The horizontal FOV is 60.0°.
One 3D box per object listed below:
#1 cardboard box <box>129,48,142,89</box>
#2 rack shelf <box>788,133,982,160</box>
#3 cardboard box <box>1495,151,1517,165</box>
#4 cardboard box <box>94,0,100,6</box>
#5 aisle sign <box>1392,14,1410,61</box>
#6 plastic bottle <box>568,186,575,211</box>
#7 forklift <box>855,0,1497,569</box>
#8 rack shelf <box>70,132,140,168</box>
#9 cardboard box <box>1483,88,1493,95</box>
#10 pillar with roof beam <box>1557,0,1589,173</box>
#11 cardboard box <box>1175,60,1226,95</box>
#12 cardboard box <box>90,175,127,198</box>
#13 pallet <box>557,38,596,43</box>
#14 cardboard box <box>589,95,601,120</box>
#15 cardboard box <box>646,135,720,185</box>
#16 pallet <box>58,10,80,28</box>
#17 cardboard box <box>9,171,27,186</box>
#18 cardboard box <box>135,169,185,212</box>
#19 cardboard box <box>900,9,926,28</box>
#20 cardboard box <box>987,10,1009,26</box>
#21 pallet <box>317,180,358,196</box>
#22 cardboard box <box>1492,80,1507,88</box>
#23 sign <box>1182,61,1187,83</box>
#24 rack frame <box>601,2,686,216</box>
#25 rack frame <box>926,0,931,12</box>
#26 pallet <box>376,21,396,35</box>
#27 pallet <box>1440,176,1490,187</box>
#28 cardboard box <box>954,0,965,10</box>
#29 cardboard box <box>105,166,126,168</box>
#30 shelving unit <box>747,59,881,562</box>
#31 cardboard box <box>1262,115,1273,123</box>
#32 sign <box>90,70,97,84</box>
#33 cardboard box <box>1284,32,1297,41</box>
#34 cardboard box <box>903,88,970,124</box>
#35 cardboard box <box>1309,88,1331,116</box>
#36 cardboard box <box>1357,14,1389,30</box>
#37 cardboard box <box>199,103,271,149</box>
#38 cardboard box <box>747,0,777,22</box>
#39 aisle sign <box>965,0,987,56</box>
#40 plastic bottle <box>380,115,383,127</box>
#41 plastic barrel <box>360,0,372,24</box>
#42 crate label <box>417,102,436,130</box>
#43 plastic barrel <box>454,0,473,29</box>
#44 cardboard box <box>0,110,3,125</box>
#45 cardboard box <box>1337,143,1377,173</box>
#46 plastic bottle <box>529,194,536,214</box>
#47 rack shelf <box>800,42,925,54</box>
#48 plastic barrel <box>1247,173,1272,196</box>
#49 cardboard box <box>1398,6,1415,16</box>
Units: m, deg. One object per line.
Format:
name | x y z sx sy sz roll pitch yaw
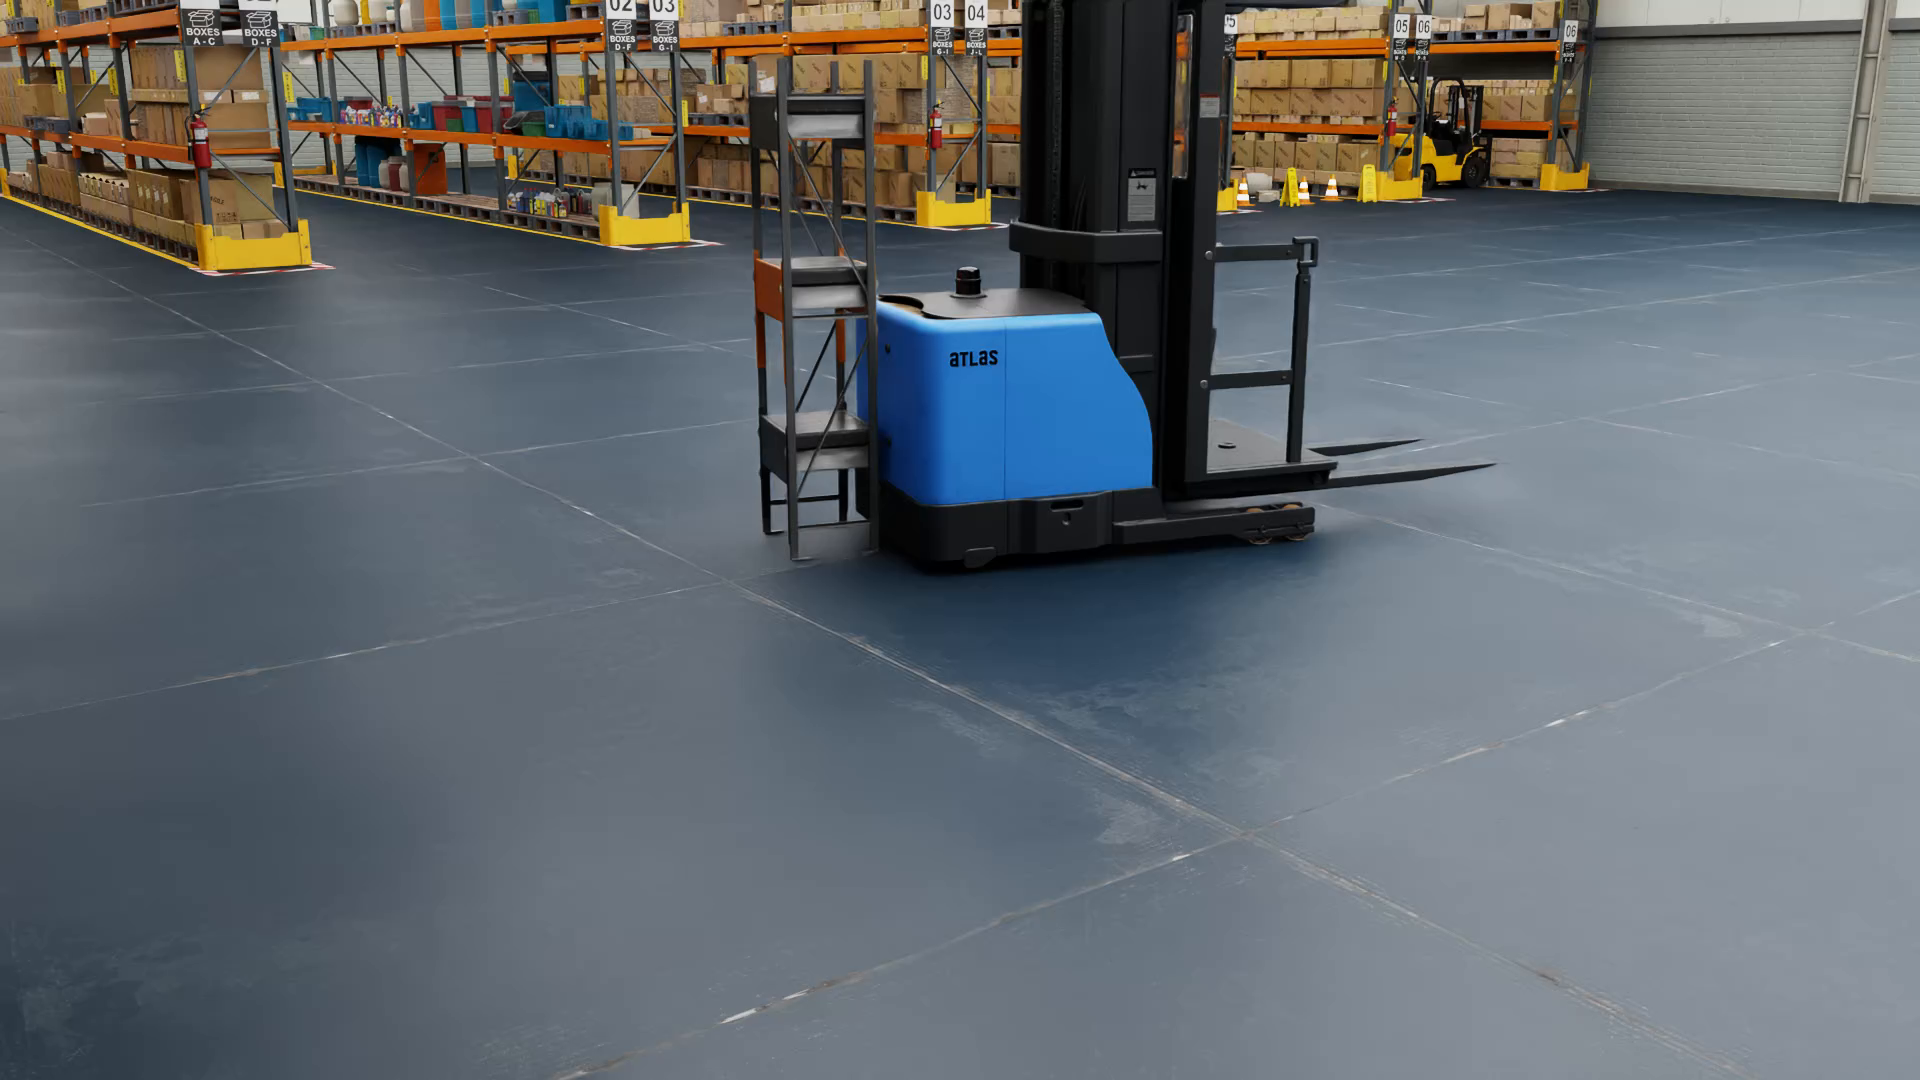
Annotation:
cardboard box | -10.145 -6.017 21.231 0.700 0.500 0.500 -11 19 -34
rack shelf | -1.219 -6.199 25.907 1.077 0.370 4.000 -11 19 -35
cardboard box | 11.160 -7.710 33.531 0.500 0.250 0.500 -11 19 -35
cardboard box | -11.800 -7.547 23.273 0.500 0.250 0.500 -11 19 -36
aisle sign | 7.774 -8.853 29.316 0.394 0.787 0.004 -11 19 -35
plastic bottle | -5.677 -5.005 24.367 0.144 0.351 0.185 -12 19 -37
forklift | 1.082 -1.515 7.558 3.031 2.935 1.130 -6 16 -20
rack shelf | -11.587 -5.517 23.413 1.077 0.370 4.000 -11 19 -35
cardboard box | 10.781 -9.091 33.690 0.380 0.149 0.250 -11 19 -34
pillar with roof beam | 8.823 -10.943 30.511 9.100 9.000 0.400 -11 19 -35
cardboard box | 3.841 -7.546 27.135 0.875 0.550 0.550 -11 19 -35
cardboard box | -12.078 -5.060 23.733 0.500 0.311 0.500 -11 19 -36
pallet | -7.572 -10.262 33.874 1.003 0.211 1.213 -11 19 -35
cardboard box | -7.031 -8.593 33.100 0.500 0.500 0.500 -11 19 -34
cardboard box | -5.136 -7.156 31.269 1.225 0.875 0.875 -12 19 -37
pallet | -12.291 -7.515 24.029 1.213 0.211 1.003 -10 18 -32
cardboard box | -17.082 -6.618 30.450 0.500 0.250 0.500 -11 19 -35
cardboard box | -10.091 -4.422 21.041 0.500 0.500 0.500 -11 19 -35
cardboard box | -0.532 -7.557 24.108 0.500 0.250 0.500 -10 18 -33
cardboard box | 0.772 -9.577 30.501 0.500 0.250 0.500 -11 19 -35
pallet | -11.569 -6.719 31.725 1.003 0.211 1.213 -11 19 -35
cardboard box | 10.929 -9.180 33.452 0.380 0.149 0.250 -10 18 -33
sign | 3.581 -7.459 26.505 0.100 0.325 0.005 -11 19 -35
rack frame | -4.050 -5.351 21.443 1.000 3.000 0.127 -11 19 -35
rack frame | -0.043 -9.013 23.460 1.000 3.000 0.127 -11 19 -35
pallet | -9.124 -8.593 27.966 1.003 0.211 1.213 -11 19 -35
pallet | 10.789 -7.501 34.582 1.003 0.211 1.213 -11 19 -35
cardboard box | -0.018 -7.781 24.169 0.380 0.149 0.250 -11 19 -35
cardboard box | -13.713 -5.768 26.871 0.500 0.500 0.500 -12 19 -36
shelving unit | -0.633 -0.997 7.241 0.431 2.100 0.503 -6 16 -20
cardboard box | 6.035 -8.117 32.028 0.380 0.149 0.250 -10 18 -33
sign | -14.668 -7.790 28.164 0.100 0.325 0.005 -11 19 -35
cardboard box | 6.293 -9.444 31.192 0.380 0.149 0.250 -11 19 -36
cardboard box | -0.345 -6.433 24.644 0.875 0.500 0.500 -11 19 -35
cardboard box | 6.848 -8.137 30.872 0.500 0.500 0.500 -11 19 -35
cardboard box | 7.454 -9.243 29.703 0.500 0.250 0.500 -11 19 -35
cardboard box | -8.323 -4.732 18.995 0.700 0.500 0.500 -11 19 -35
cardboard box | -3.146 -8.989 28.065 0.797 0.503 0.637 -10 18 -32
aisle sign | 0.236 -7.407 24.031 0.394 0.787 0.004 -11 19 -35
plastic bottle | -9.926 -7.205 28.597 0.097 0.201 0.097 0 15 0
plastic barrel | -10.405 -9.490 29.732 0.600 0.588 0.600 0 15 0
crate label | -8.388 -6.822 26.751 0.502 0.435 0.616 -11 19 -35
plastic barrel | -7.261 -8.108 24.886 0.600 0.901 0.600 0 15 0
cardboard box | -17.419 -7.912 30.611 0.500 0.500 0.500 -10 18 -33
cardboard box | 7.291 -7.026 30.558 0.500 0.500 0.500 -11 19 -34
plastic bottle | -6.088 -4.788 23.700 0.061 0.283 0.133 -10 18 -32
rack shelf | -1.852 -10.103 34.487 1.077 0.370 4.000 -11 19 -35
plastic barrel | 5.533 -6.621 30.965 0.512 0.421 0.421 1 15 4
cardboard box | 7.929 -9.475 29.797 0.380 0.149 0.250 -11 19 -35
